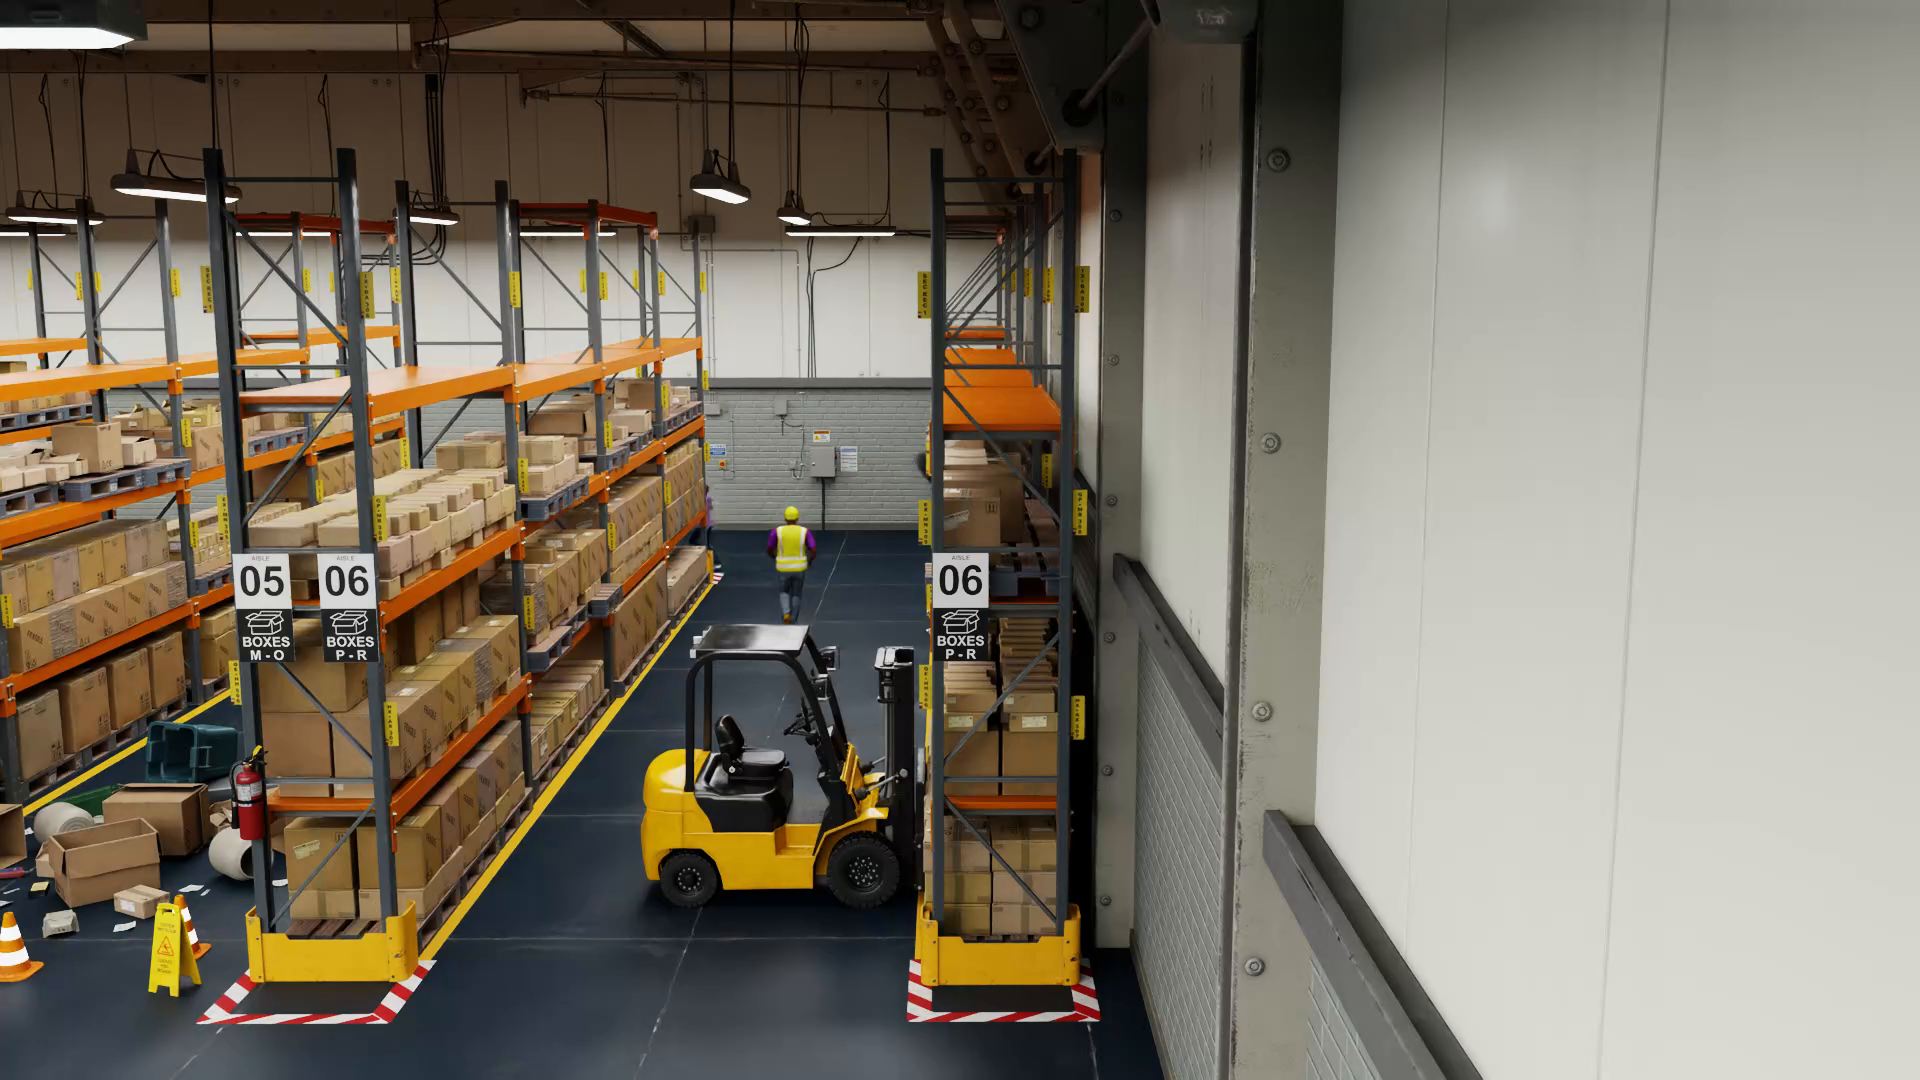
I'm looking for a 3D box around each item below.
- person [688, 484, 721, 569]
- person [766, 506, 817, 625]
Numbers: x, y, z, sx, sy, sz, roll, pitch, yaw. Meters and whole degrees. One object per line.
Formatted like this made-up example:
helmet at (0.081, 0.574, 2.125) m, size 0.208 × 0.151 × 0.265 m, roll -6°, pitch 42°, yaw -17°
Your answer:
person at (-4.505, -0.242, 29.009) m, size 0.569 × 1.557 × 0.610 m, roll 4°, pitch 10°, yaw 23°
person at (-2.296, 0.400, 22.703) m, size 0.686 × 1.732 × 0.534 m, roll -1°, pitch 9°, yaw -5°
